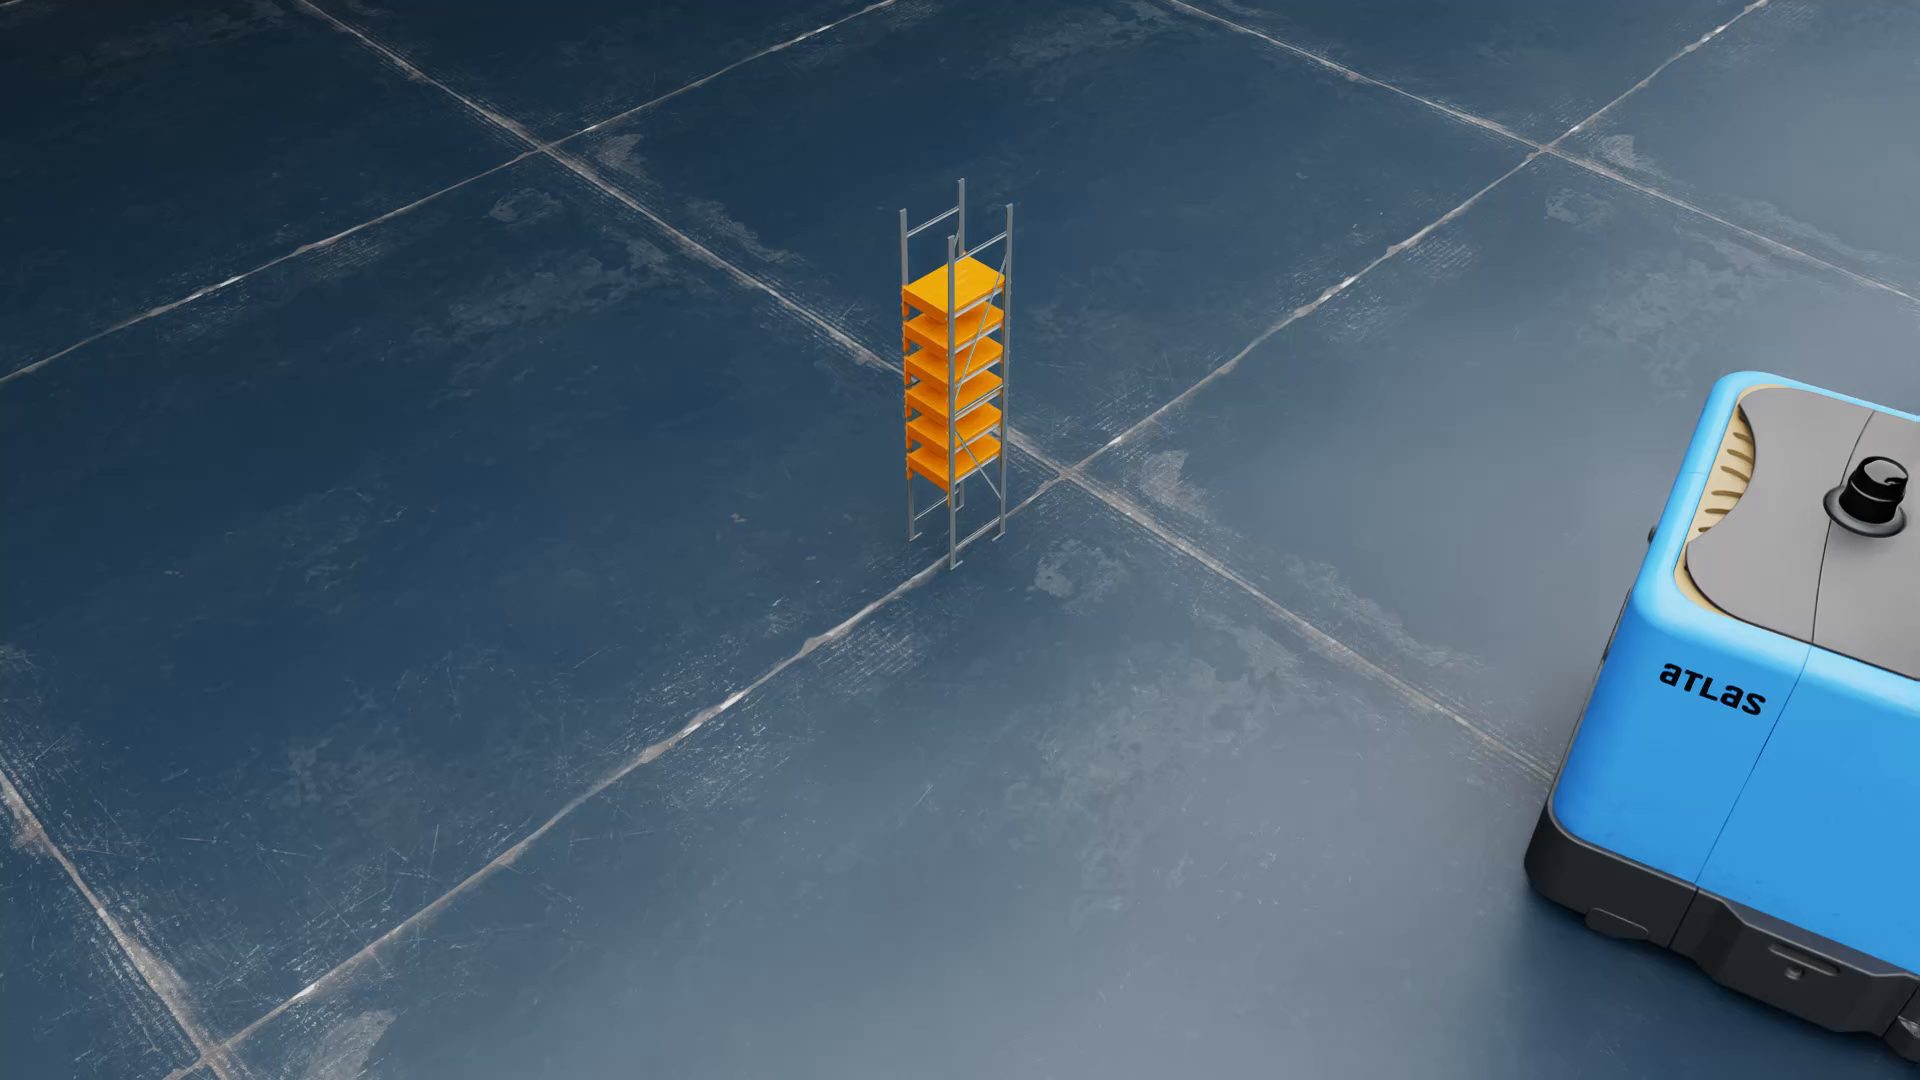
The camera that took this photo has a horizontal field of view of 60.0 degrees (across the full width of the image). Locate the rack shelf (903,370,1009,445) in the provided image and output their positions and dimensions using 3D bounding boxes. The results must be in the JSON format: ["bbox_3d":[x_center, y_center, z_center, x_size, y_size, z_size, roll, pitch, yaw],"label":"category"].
[{"bbox_3d":[-0.010,-0.415,4.880,0.258,0.103,0.180,-34,53,-31],"label":"rack shelf"}]

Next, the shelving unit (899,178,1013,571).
[{"bbox_3d":[-0.010,-0.448,4.850,0.258,1.200,0.189,-34,53,-31],"label":"shelving unit"}]

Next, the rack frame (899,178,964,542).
[{"bbox_3d":[-0.075,-0.492,4.898,0.240,1.200,0.006,-34,53,-31],"label":"rack frame"}]

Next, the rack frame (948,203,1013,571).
[{"bbox_3d":[0.054,-0.404,4.803,0.240,1.200,0.006,-34,53,-31],"label":"rack frame"}]

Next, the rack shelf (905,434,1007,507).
[{"bbox_3d":[-0.010,-0.239,5.043,0.258,0.103,0.180,-34,53,-31],"label":"rack shelf"}]

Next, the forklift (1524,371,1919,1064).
[{"bbox_3d":[2.975,0.048,3.038,3.031,2.935,1.130,21,47,21],"label":"forklift"}]

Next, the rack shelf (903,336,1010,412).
[{"bbox_3d":[-0.010,-0.503,4.799,0.258,0.103,0.180,-34,53,-31],"label":"rack shelf"}]

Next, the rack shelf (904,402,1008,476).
[{"bbox_3d":[-0.010,-0.327,4.962,0.258,0.103,0.180,-34,53,-31],"label":"rack shelf"}]

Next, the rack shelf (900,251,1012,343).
[{"bbox_3d":[-0.010,-0.679,4.636,0.258,0.103,0.180,-34,53,-31],"label":"rack shelf"}]

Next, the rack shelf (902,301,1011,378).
[{"bbox_3d":[-0.010,-0.591,4.718,0.258,0.103,0.180,-34,53,-31],"label":"rack shelf"}]
